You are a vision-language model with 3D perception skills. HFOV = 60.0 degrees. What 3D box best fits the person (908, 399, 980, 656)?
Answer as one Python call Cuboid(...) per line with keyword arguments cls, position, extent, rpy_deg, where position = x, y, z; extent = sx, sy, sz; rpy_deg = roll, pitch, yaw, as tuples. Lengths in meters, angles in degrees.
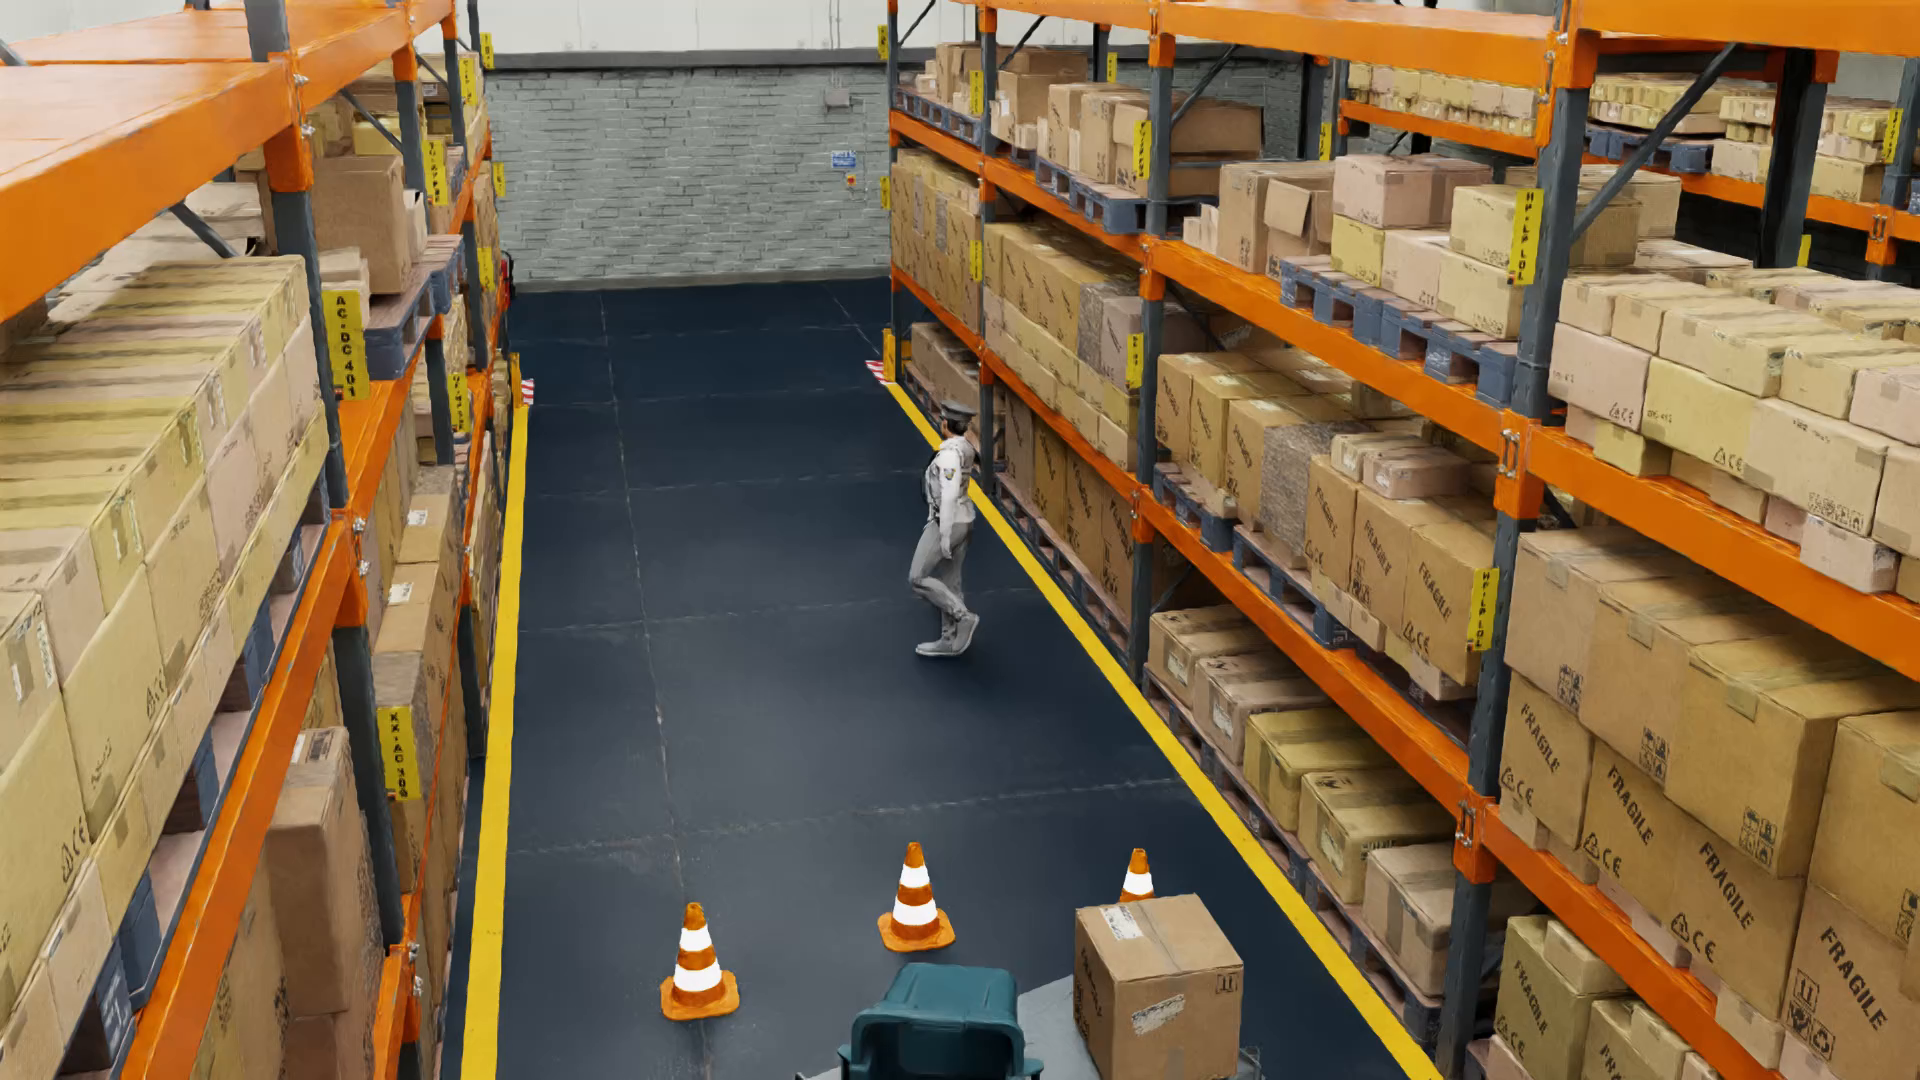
Cuboid(cls="person", position=(-0.043, -0.066, 10.746), extent=(0.488, 1.625, 0.625), rpy_deg=(7, 21, 18))
